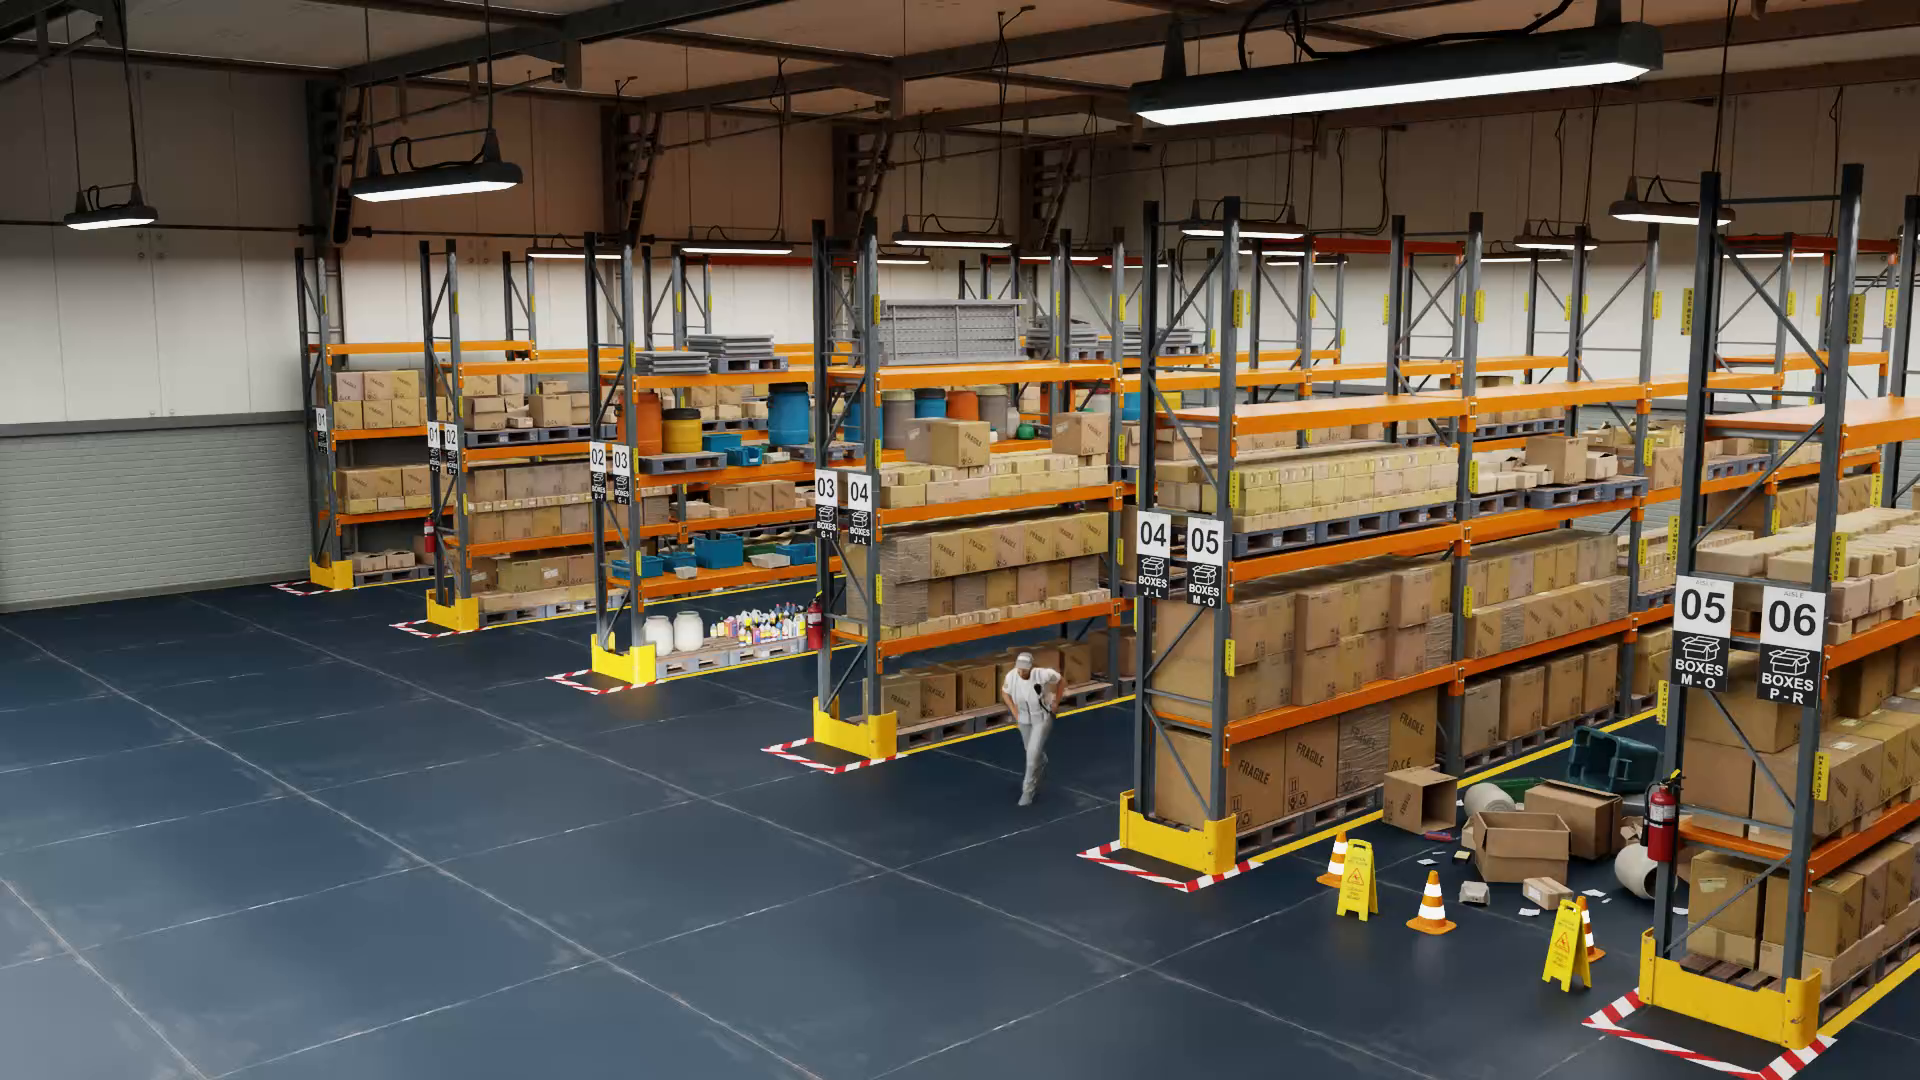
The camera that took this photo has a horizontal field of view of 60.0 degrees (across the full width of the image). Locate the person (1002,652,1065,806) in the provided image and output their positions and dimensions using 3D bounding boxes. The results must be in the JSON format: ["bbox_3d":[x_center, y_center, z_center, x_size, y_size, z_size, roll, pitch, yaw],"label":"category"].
[{"bbox_3d":[0.777,1.896,17.266,0.648,1.627,1.025,2,9,16],"label":"person"}]

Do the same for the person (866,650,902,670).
[{"bbox_3d":[-1.068,0.955,23.255,0.605,1.677,0.890,5,10,29],"label":"person"}]
